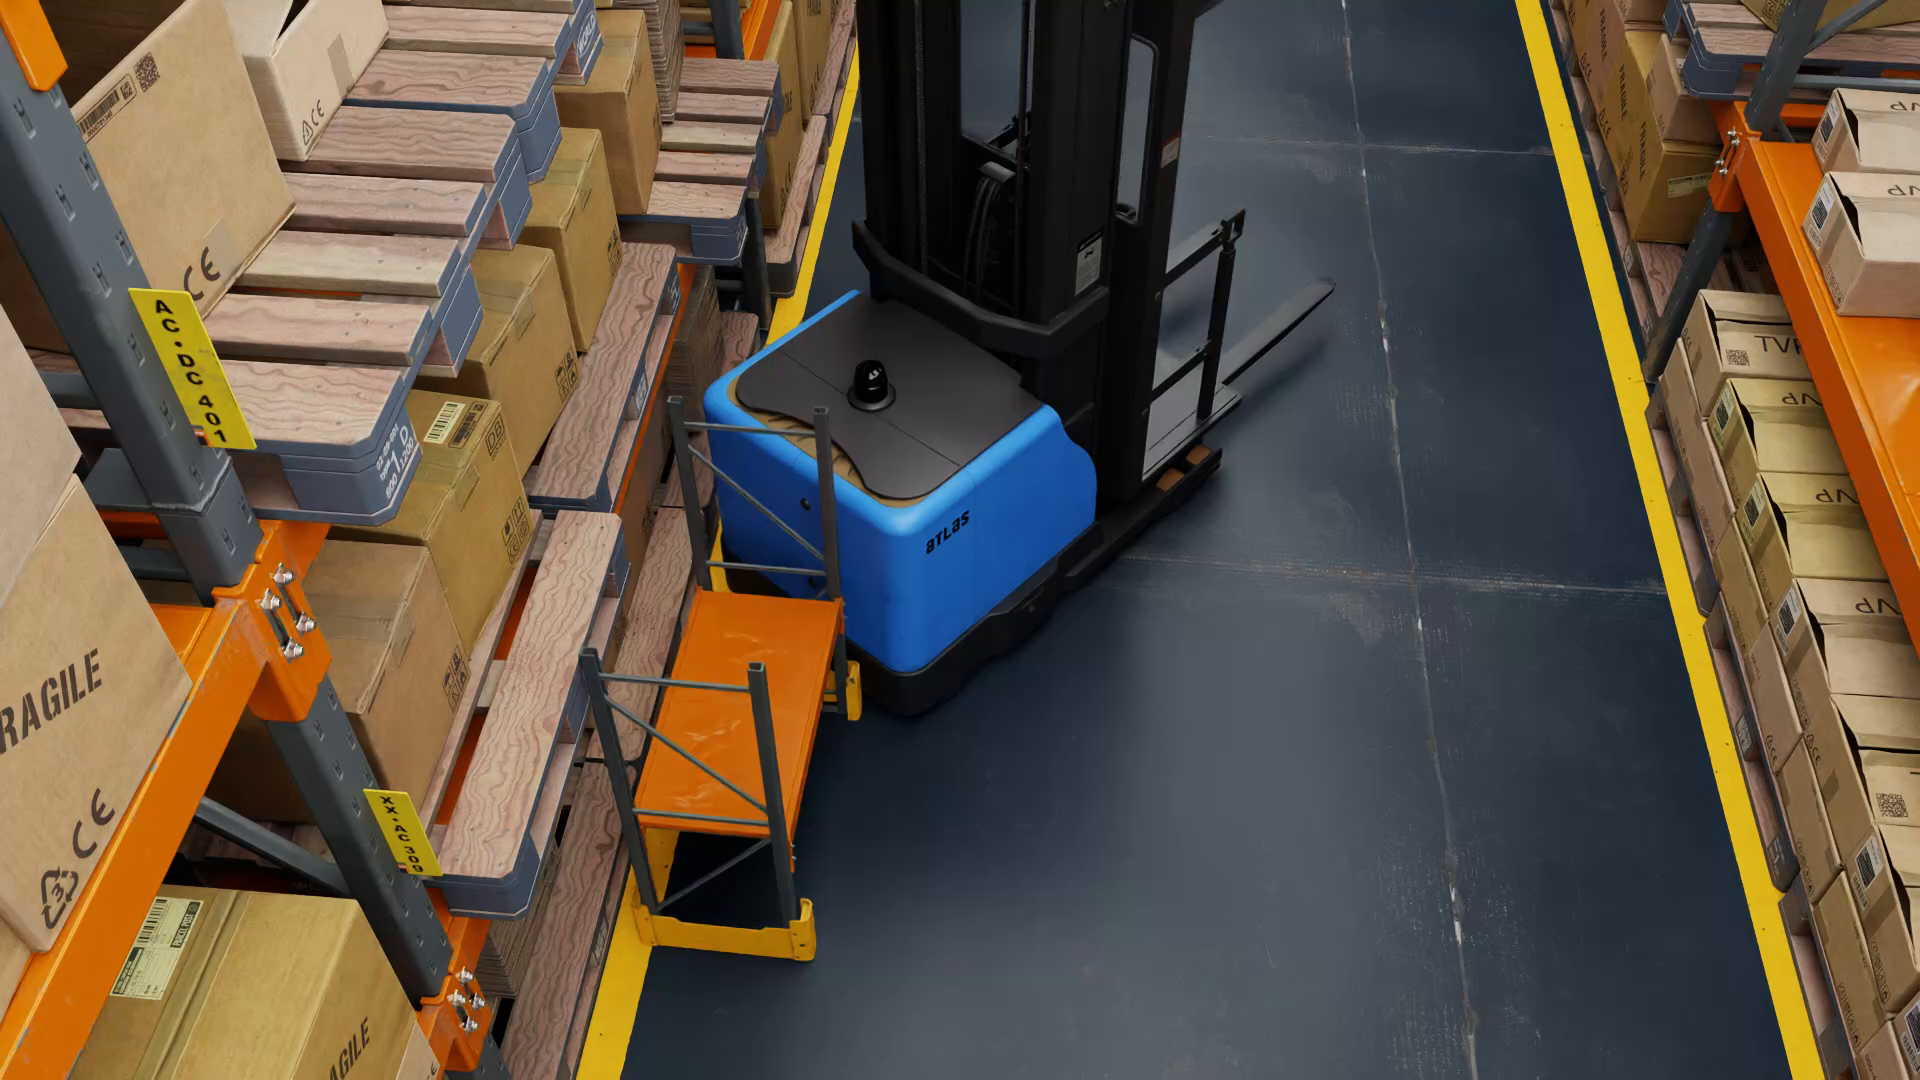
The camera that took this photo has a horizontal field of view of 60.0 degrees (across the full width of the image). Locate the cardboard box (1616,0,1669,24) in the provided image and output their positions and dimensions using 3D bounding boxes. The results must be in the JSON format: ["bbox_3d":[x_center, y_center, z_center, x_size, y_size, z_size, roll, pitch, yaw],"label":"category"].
[{"bbox_3d":[3.500,-2.770,8.164,0.500,0.250,0.500,3,48,3],"label":"cardboard box"}]

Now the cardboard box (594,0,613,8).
[{"bbox_3d":[-1.391,-1.954,5.725,0.380,0.149,0.250,-3,48,-3],"label":"cardboard box"}]

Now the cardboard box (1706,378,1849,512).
[{"bbox_3d":[3.179,-0.366,6.277,0.500,0.311,0.500,3,48,3],"label":"cardboard box"}]

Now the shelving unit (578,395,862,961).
[{"bbox_3d":[-0.712,0.460,5.325,0.587,1.500,1.083,5,47,4],"label":"shelving unit"}]

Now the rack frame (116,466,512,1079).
[{"bbox_3d":[-1.740,0.894,3.926,1.000,3.000,0.127,4,48,4],"label":"rack frame"}]

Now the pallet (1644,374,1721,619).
[{"bbox_3d":[3.444,-0.172,6.790,1.003,0.211,1.213,4,48,4],"label":"pallet"}]

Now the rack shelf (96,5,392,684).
[{"bbox_3d":[-1.557,-1.345,4.428,1.077,0.370,4.000,4,48,4],"label":"rack shelf"}]

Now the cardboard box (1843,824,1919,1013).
[{"bbox_3d":[2.986,1.122,4.916,0.500,0.311,0.500,5,48,5],"label":"cardboard box"}]

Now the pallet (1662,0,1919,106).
[{"bbox_3d":[3.550,-2.153,6.843,1.213,0.211,1.003,4,48,4],"label":"pallet"}]

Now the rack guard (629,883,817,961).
[{"bbox_3d":[-0.770,1.249,5.437,0.587,0.250,0.087,5,47,4],"label":"rack guard"}]

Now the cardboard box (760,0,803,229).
[{"bbox_3d":[-1.178,-1.993,7.739,0.750,0.750,0.750,3,48,3],"label":"cardboard box"}]

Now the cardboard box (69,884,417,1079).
[{"bbox_3d":[-1.475,1.053,3.360,0.500,0.500,0.500,4,48,3],"label":"cardboard box"}]

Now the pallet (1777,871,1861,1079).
[{"bbox_3d":[3.222,1.621,5.150,1.003,0.211,1.213,4,48,4],"label":"pallet"}]

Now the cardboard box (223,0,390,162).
[{"bbox_3d":[-1.554,-1.079,3.473,0.500,0.311,0.500,5,48,5],"label":"cardboard box"}]

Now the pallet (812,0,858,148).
[{"bbox_3d":[-1.115,-2.573,8.986,1.003,0.211,1.213,4,48,4],"label":"pallet"}]

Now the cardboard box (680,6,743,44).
[{"bbox_3d":[-1.115,-2.194,6.906,0.380,0.149,0.250,3,48,3],"label":"cardboard box"}]

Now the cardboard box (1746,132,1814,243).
[{"bbox_3d":[3.926,-1.720,7.712,0.500,0.500,0.500,2,48,2],"label":"cardboard box"}]

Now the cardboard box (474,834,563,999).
[{"bbox_3d":[-1.689,1.047,5.181,0.700,0.500,0.500,5,48,5],"label":"cardboard box"}]

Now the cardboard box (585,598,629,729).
[{"bbox_3d":[-1.605,0.292,5.872,0.700,0.500,0.500,4,48,4],"label":"cardboard box"}]

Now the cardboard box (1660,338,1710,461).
[{"bbox_3d":[3.218,-0.564,6.838,0.500,0.250,0.500,4,48,3],"label":"cardboard box"}]

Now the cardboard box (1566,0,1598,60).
[{"bbox_3d":[3.545,-2.861,8.756,0.500,0.500,0.500,4,48,4],"label":"cardboard box"}]

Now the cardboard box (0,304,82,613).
[{"bbox_3d":[-1.515,-0.110,2.052,0.500,0.500,0.500,0,48,0],"label":"cardboard box"}]

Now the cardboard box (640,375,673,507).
[{"bbox_3d":[-1.552,-0.447,6.548,0.700,0.500,0.500,4,48,3],"label":"cardboard box"}]

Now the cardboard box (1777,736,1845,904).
[{"bbox_3d":[3.037,0.939,5.463,0.500,0.250,0.500,5,48,4],"label":"cardboard box"}]

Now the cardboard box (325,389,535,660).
[{"bbox_3d":[-1.601,-0.070,4.442,0.700,0.500,0.500,8,48,8],"label":"cardboard box"}]

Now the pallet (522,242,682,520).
[{"bbox_3d":[-1.515,-0.523,5.352,1.003,0.211,1.213,4,48,4],"label":"pallet"}]

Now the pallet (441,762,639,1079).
[{"bbox_3d":[-1.670,1.263,5.478,1.003,0.211,1.213,4,48,4],"label":"pallet"}]

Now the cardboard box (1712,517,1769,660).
[{"bbox_3d":[3.132,0.188,6.150,0.500,0.250,0.500,3,48,2],"label":"cardboard box"}]

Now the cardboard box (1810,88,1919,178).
[{"bbox_3d":[3.482,-1.421,6.103,0.500,0.311,0.500,7,48,6],"label":"cardboard box"}]

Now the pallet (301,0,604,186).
[{"bbox_3d":[-1.486,-1.264,3.994,1.213,0.211,1.003,4,48,4],"label":"pallet"}]

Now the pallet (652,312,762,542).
[{"bbox_3d":[-1.448,-0.530,7.118,1.003,0.211,1.213,4,48,4],"label":"pallet"}]

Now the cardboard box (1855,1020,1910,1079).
[{"bbox_3d":[2.943,1.686,4.780,0.500,0.250,0.500,3,48,3],"label":"cardboard box"}]

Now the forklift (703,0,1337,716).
[{"bbox_3d":[0.445,-1.351,6.025,1.130,2.935,3.031,34,56,27],"label":"forklift"}]

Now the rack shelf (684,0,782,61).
[{"bbox_3d":[-1.193,-3.272,8.224,1.077,0.370,4.000,4,48,4],"label":"rack shelf"}]

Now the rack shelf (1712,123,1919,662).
[{"bbox_3d":[3.376,-0.003,5.233,1.077,0.370,4.000,4,48,4],"label":"rack shelf"}]

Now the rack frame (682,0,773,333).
[{"bbox_3d":[-1.375,-2.046,6.614,1.000,3.000,0.127,4,48,4],"label":"rack frame"}]

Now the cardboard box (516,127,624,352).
[{"bbox_3d":[-1.499,-0.965,5.260,0.700,0.500,0.500,4,48,4],"label":"cardboard box"}]

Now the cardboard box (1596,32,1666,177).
[{"bbox_3d":[3.457,-2.103,8.063,0.500,0.500,0.500,2,48,2],"label":"cardboard box"}]

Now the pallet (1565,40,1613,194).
[{"bbox_3d":[3.778,-2.214,8.658,1.003,0.211,1.213,4,48,4],"label":"pallet"}]

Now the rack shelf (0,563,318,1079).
[{"bbox_3d":[-1.922,1.594,1.740,1.077,0.370,4.000,4,48,4],"label":"rack shelf"}]

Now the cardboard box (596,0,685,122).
[{"bbox_3d":[-1.408,-1.882,6.098,0.700,0.500,0.500,-1,48,-1],"label":"cardboard box"}]

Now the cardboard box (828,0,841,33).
[{"bbox_3d":[-1.018,-3.261,8.898,0.750,0.750,0.750,5,48,5],"label":"cardboard box"}]

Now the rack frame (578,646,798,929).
[{"bbox_3d":[-0.770,0.832,4.971,0.500,1.500,0.032,5,47,4],"label":"rack frame"}]

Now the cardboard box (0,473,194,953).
[{"bbox_3d":[-1.540,0.230,2.418,0.500,0.500,0.500,5,48,5],"label":"cardboard box"}]

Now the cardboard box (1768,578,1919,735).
[{"bbox_3d":[3.084,0.386,5.589,0.500,0.311,0.500,3,48,3],"label":"cardboard box"}]

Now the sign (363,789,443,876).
[{"bbox_3d":[-1.199,0.632,3.578,0.100,0.325,0.005,4,48,4],"label":"sign"}]
